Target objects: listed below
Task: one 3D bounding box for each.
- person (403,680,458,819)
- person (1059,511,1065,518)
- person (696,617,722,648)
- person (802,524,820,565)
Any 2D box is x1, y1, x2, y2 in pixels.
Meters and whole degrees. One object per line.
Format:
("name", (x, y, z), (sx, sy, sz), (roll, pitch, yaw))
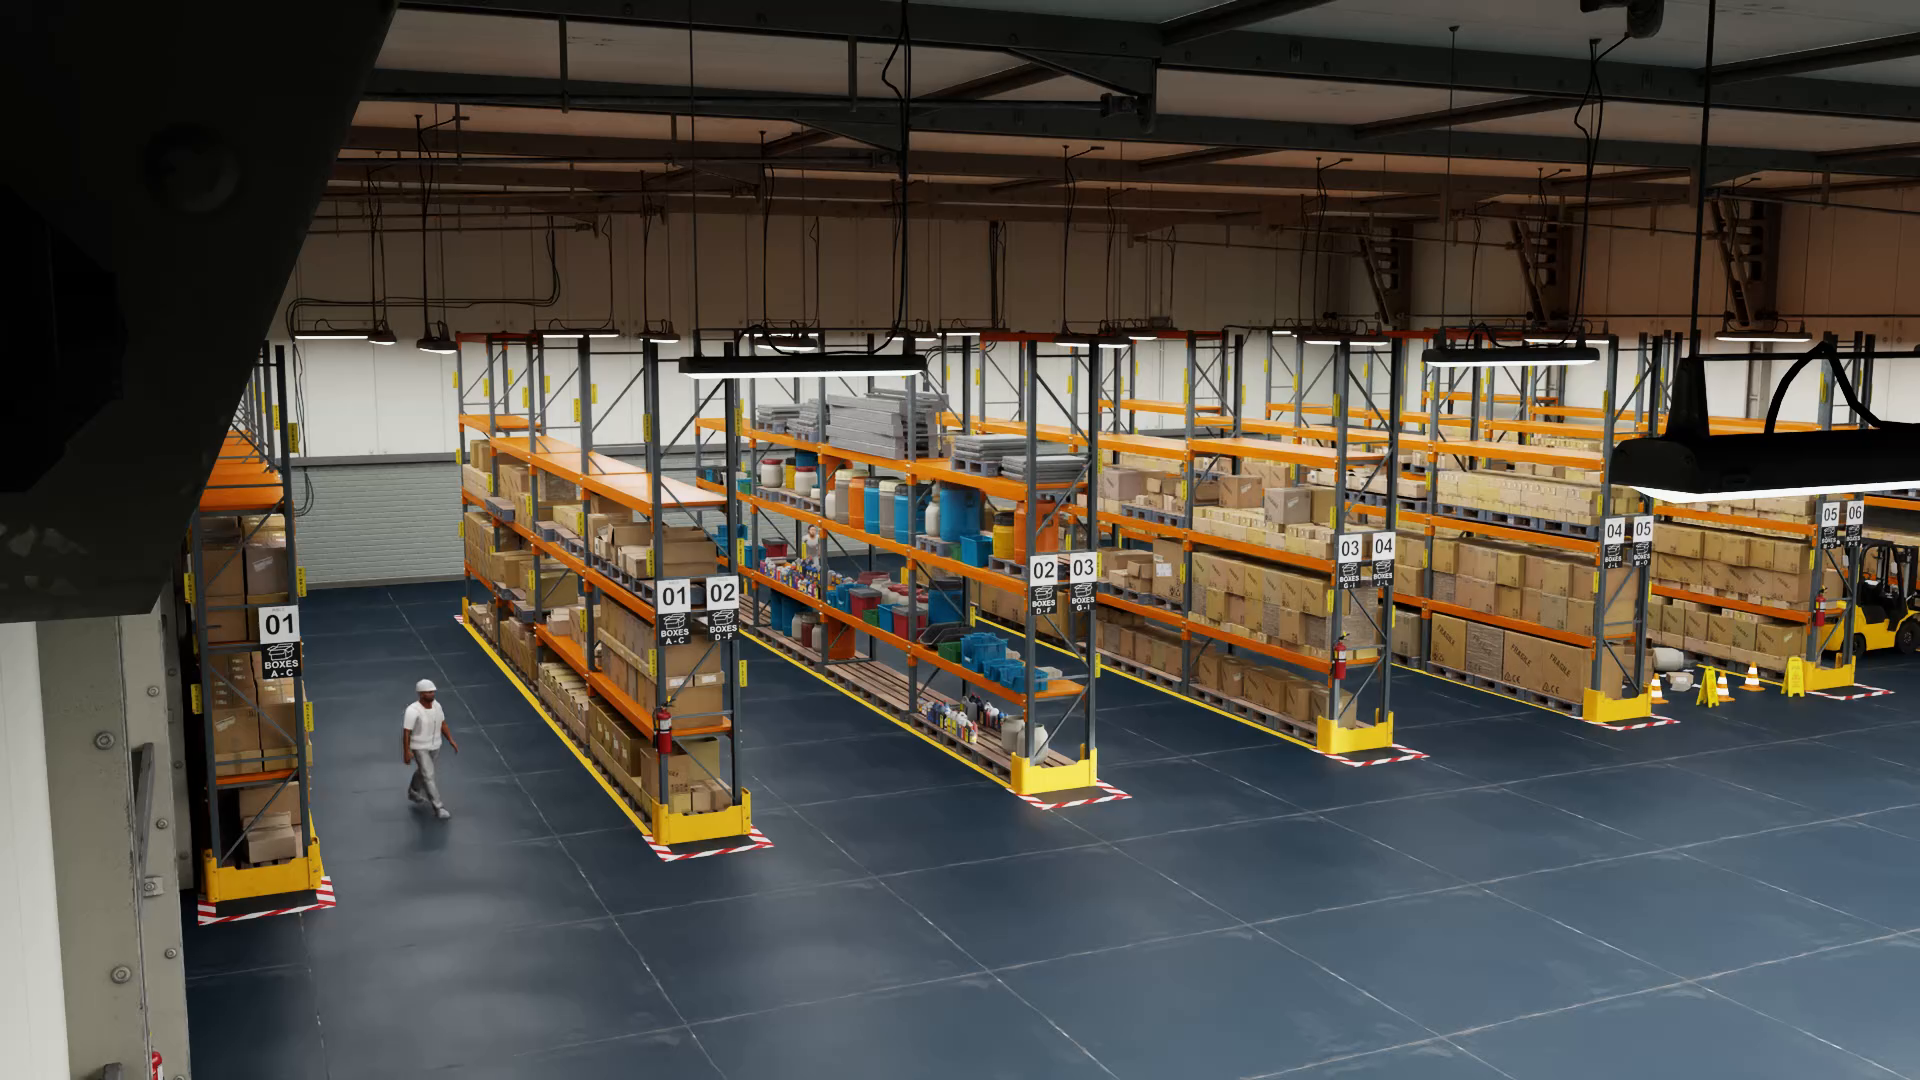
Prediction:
("person", (-6.767, 2.615, 21.175), (1.109, 1.698, 0.652), (6, 10, 37))
("person", (2.403, 0.097, 39.859), (0.568, 1.712, 0.990), (-2, 8, -11))
("person", (-4.278, 1.573, 28.581), (0.608, 1.664, 0.852), (-2, 8, -16))
("person", (-3.398, 0.405, 38.225), (0.592, 1.579, 0.692), (-2, 8, -16))
